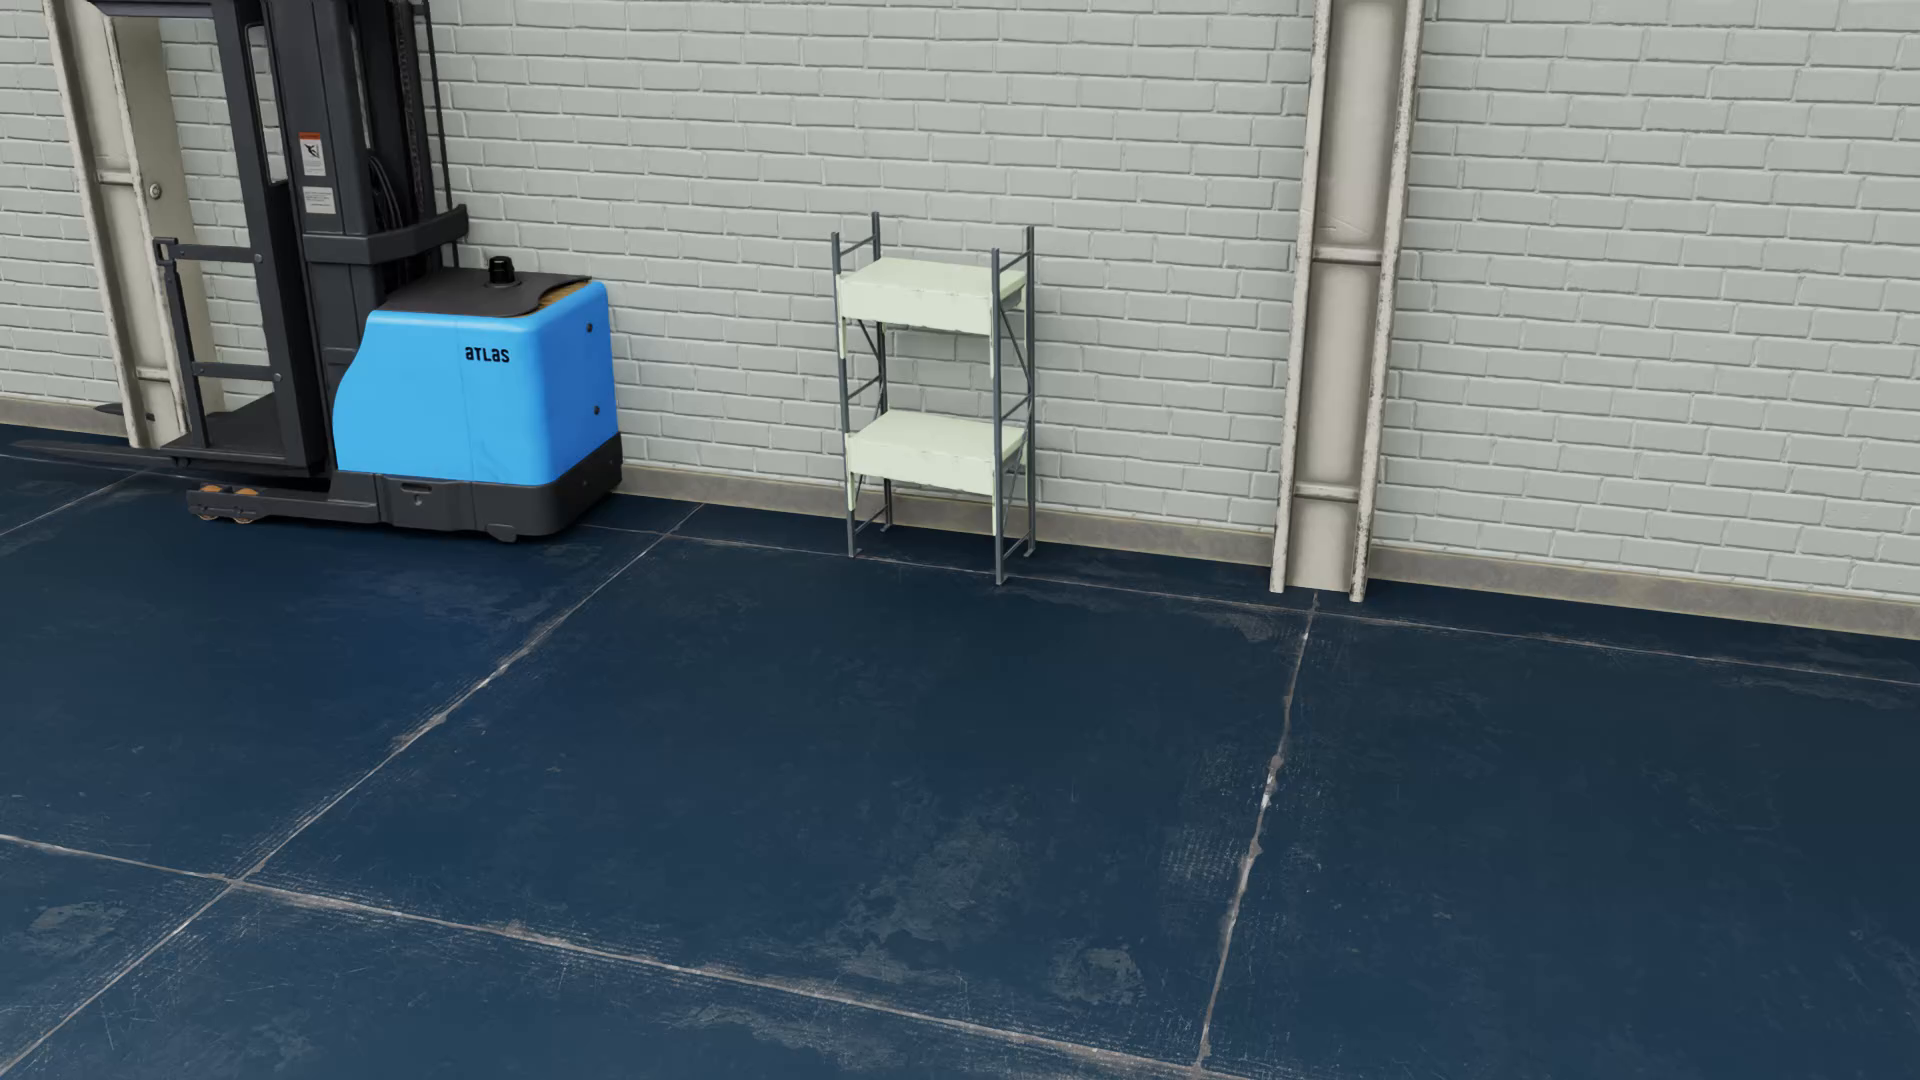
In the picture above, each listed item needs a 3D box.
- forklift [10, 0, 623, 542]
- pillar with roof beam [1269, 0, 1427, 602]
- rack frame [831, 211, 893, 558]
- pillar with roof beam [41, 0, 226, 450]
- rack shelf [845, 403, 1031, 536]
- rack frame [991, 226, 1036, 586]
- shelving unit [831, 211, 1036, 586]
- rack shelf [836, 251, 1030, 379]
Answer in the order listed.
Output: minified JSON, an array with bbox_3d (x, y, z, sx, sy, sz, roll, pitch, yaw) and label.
[{"bbox_3d":[-3.223,-1.622,7.862,3.031,2.935,1.130,5,23,12],"label":"forklift"},{"bbox_3d":[0.336,-2.410,1.788,0.400,9.000,9.100,7,23,16],"label":"pillar with roof beam"},{"bbox_3d":[-0.429,-0.677,7.414,0.023,1.500,0.400,10,27,23],"label":"rack frame"},{"bbox_3d":[-5.408,-3.068,3.391,0.400,9.000,9.100,7,23,16],"label":"pillar with roof beam"},{"bbox_3d":[-0.090,-0.323,7.409,0.720,0.370,0.431,10,27,23],"label":"rack shelf"},{"bbox_3d":[0.235,-0.560,7.128,0.023,1.500,0.400,10,27,23],"label":"rack frame"},{"bbox_3d":[-0.097,-0.618,7.271,0.755,1.500,0.431,10,27,23],"label":"shelving unit"},{"bbox_3d":[-0.106,-0.972,7.106,0.720,0.370,0.431,10,27,23],"label":"rack shelf"}]
